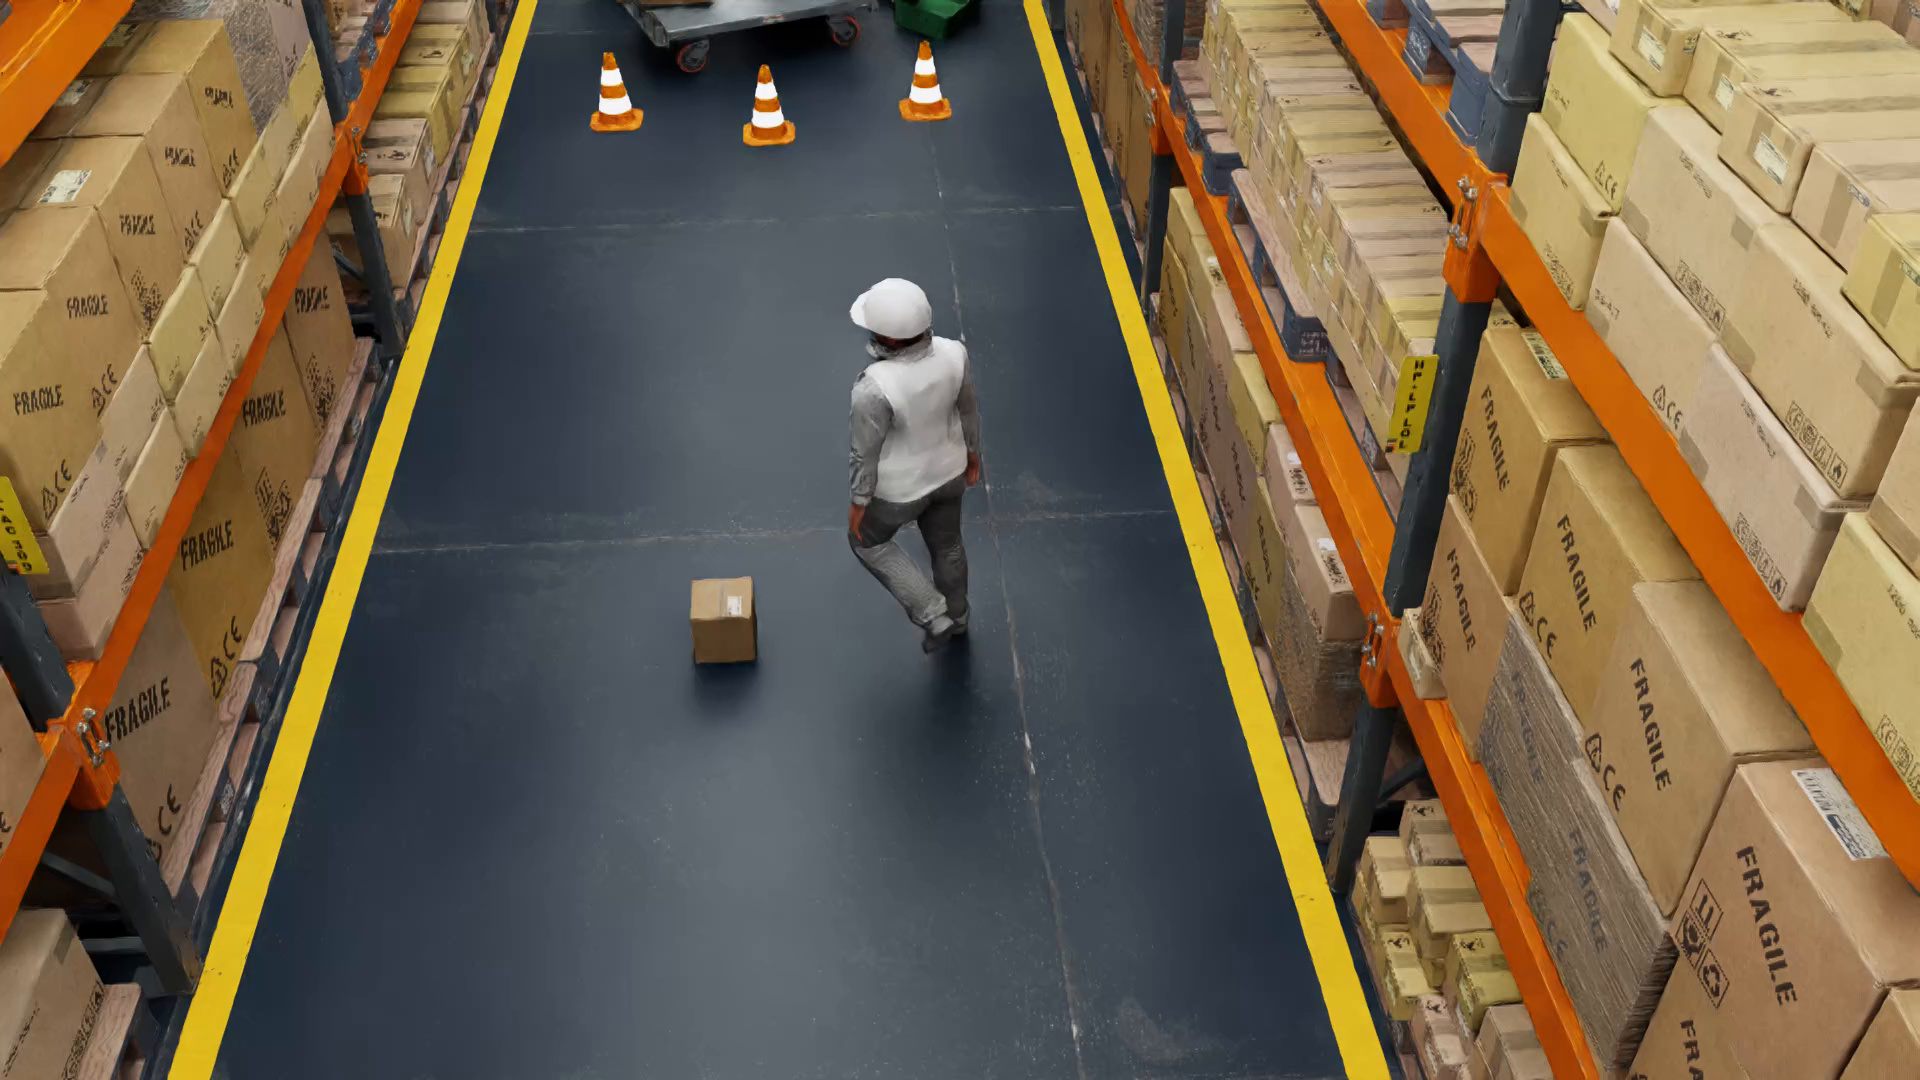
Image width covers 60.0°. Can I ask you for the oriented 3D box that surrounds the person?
[{"bbox_3d":[-0.173,-0.245,6.423,0.603,1.748,0.510,-26,45,-28],"label":"person"}]
